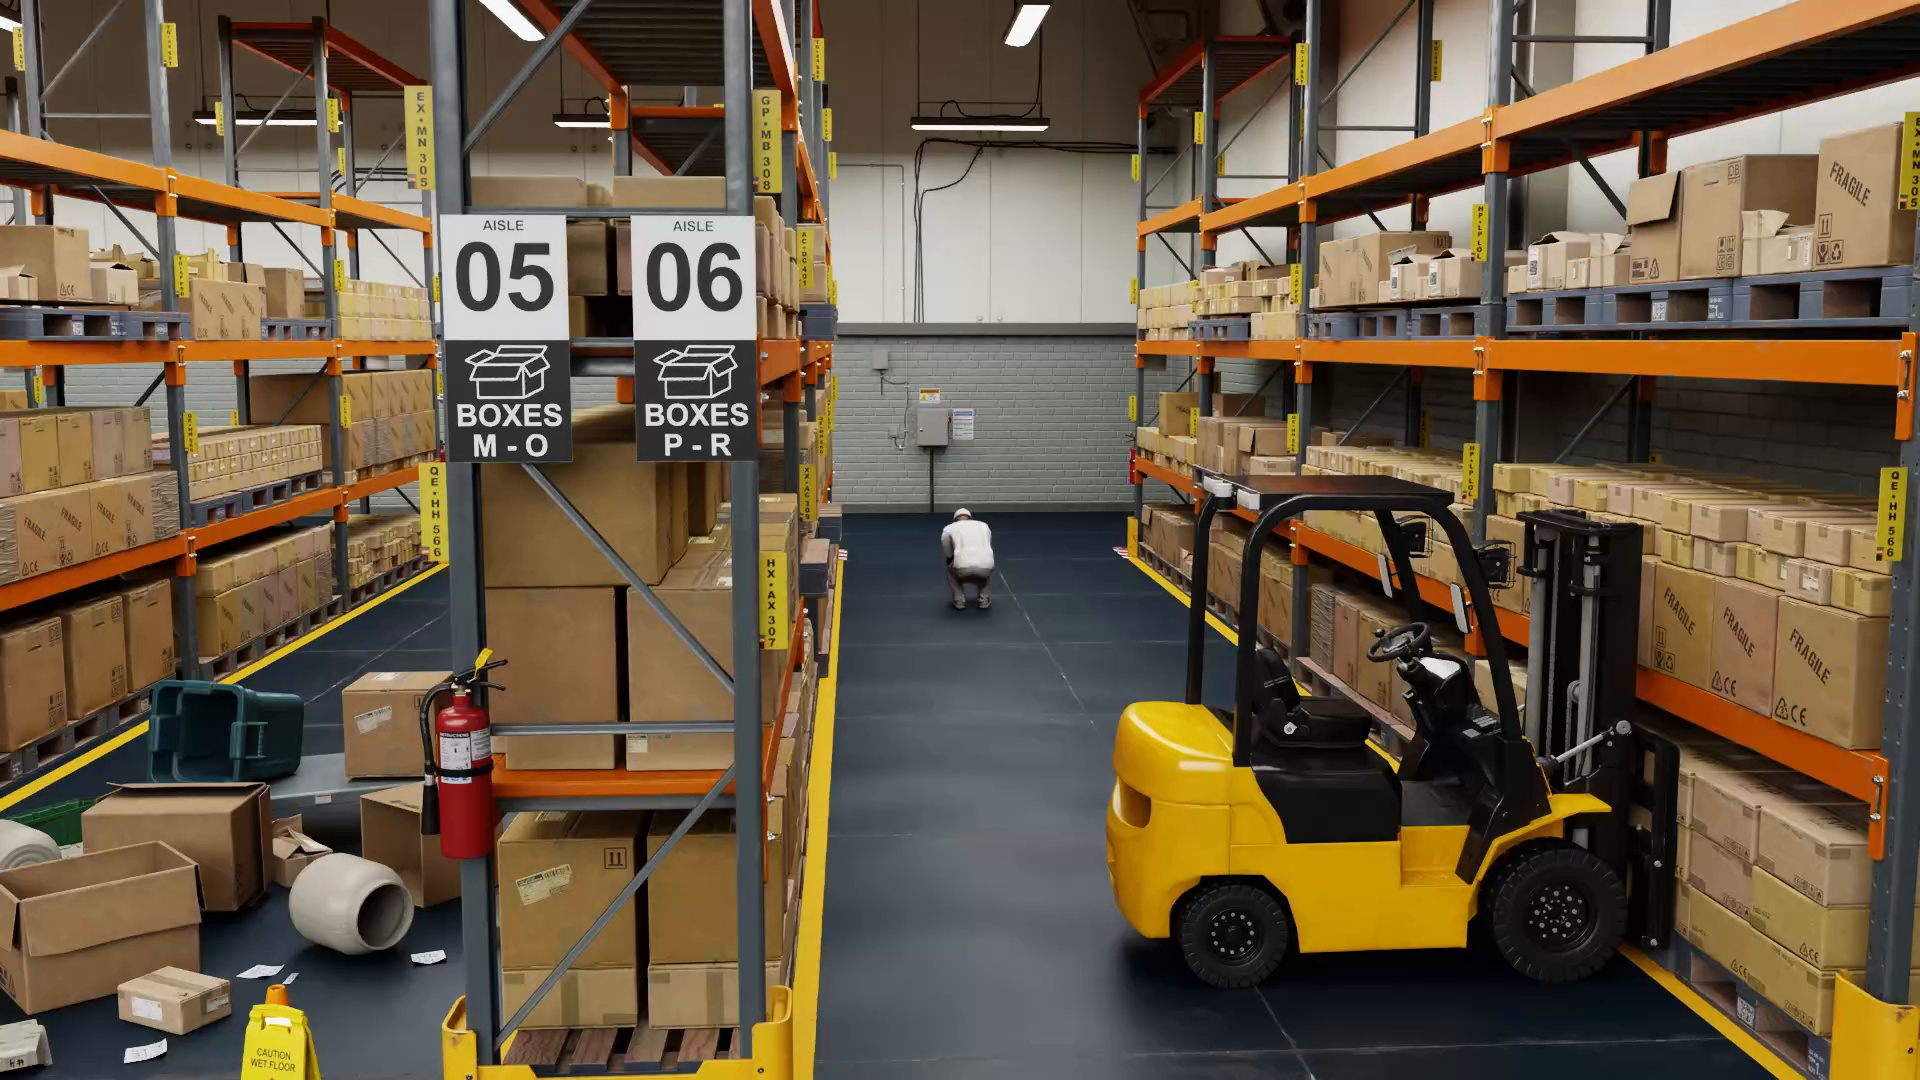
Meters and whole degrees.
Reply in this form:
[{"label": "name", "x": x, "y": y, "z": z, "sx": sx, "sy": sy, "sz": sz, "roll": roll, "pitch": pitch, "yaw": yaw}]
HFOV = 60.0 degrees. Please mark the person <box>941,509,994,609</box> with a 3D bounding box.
[{"label": "person", "x": 0.076, "y": 0.196, "z": 17.736, "sx": 0.544, "sy": 1.010, "sz": 0.904, "roll": -1, "pitch": 7, "yaw": -5}]
